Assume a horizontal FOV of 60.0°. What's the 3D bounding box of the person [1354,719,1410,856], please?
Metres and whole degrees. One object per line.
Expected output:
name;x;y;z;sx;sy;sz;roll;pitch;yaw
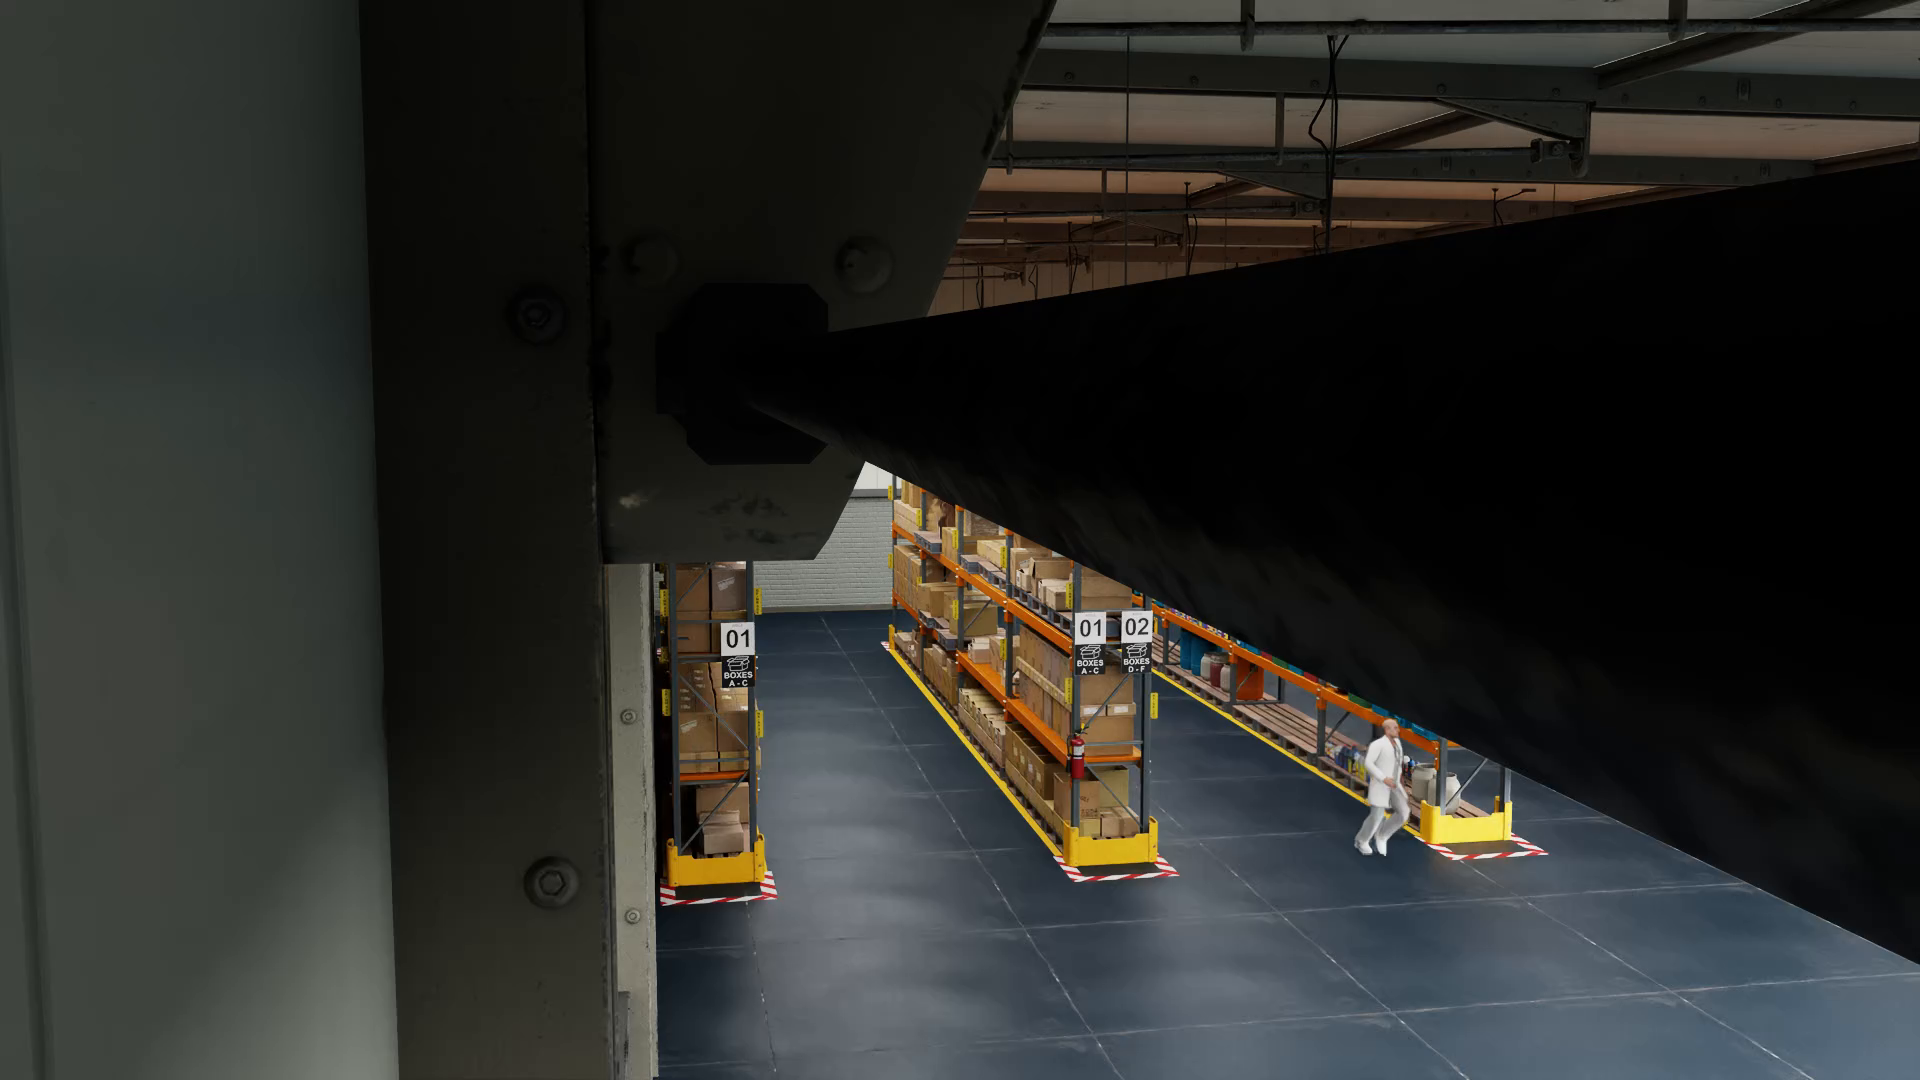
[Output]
person;5.489;3.166;21.368;0.775;1.737;0.649;-4;7;-33
